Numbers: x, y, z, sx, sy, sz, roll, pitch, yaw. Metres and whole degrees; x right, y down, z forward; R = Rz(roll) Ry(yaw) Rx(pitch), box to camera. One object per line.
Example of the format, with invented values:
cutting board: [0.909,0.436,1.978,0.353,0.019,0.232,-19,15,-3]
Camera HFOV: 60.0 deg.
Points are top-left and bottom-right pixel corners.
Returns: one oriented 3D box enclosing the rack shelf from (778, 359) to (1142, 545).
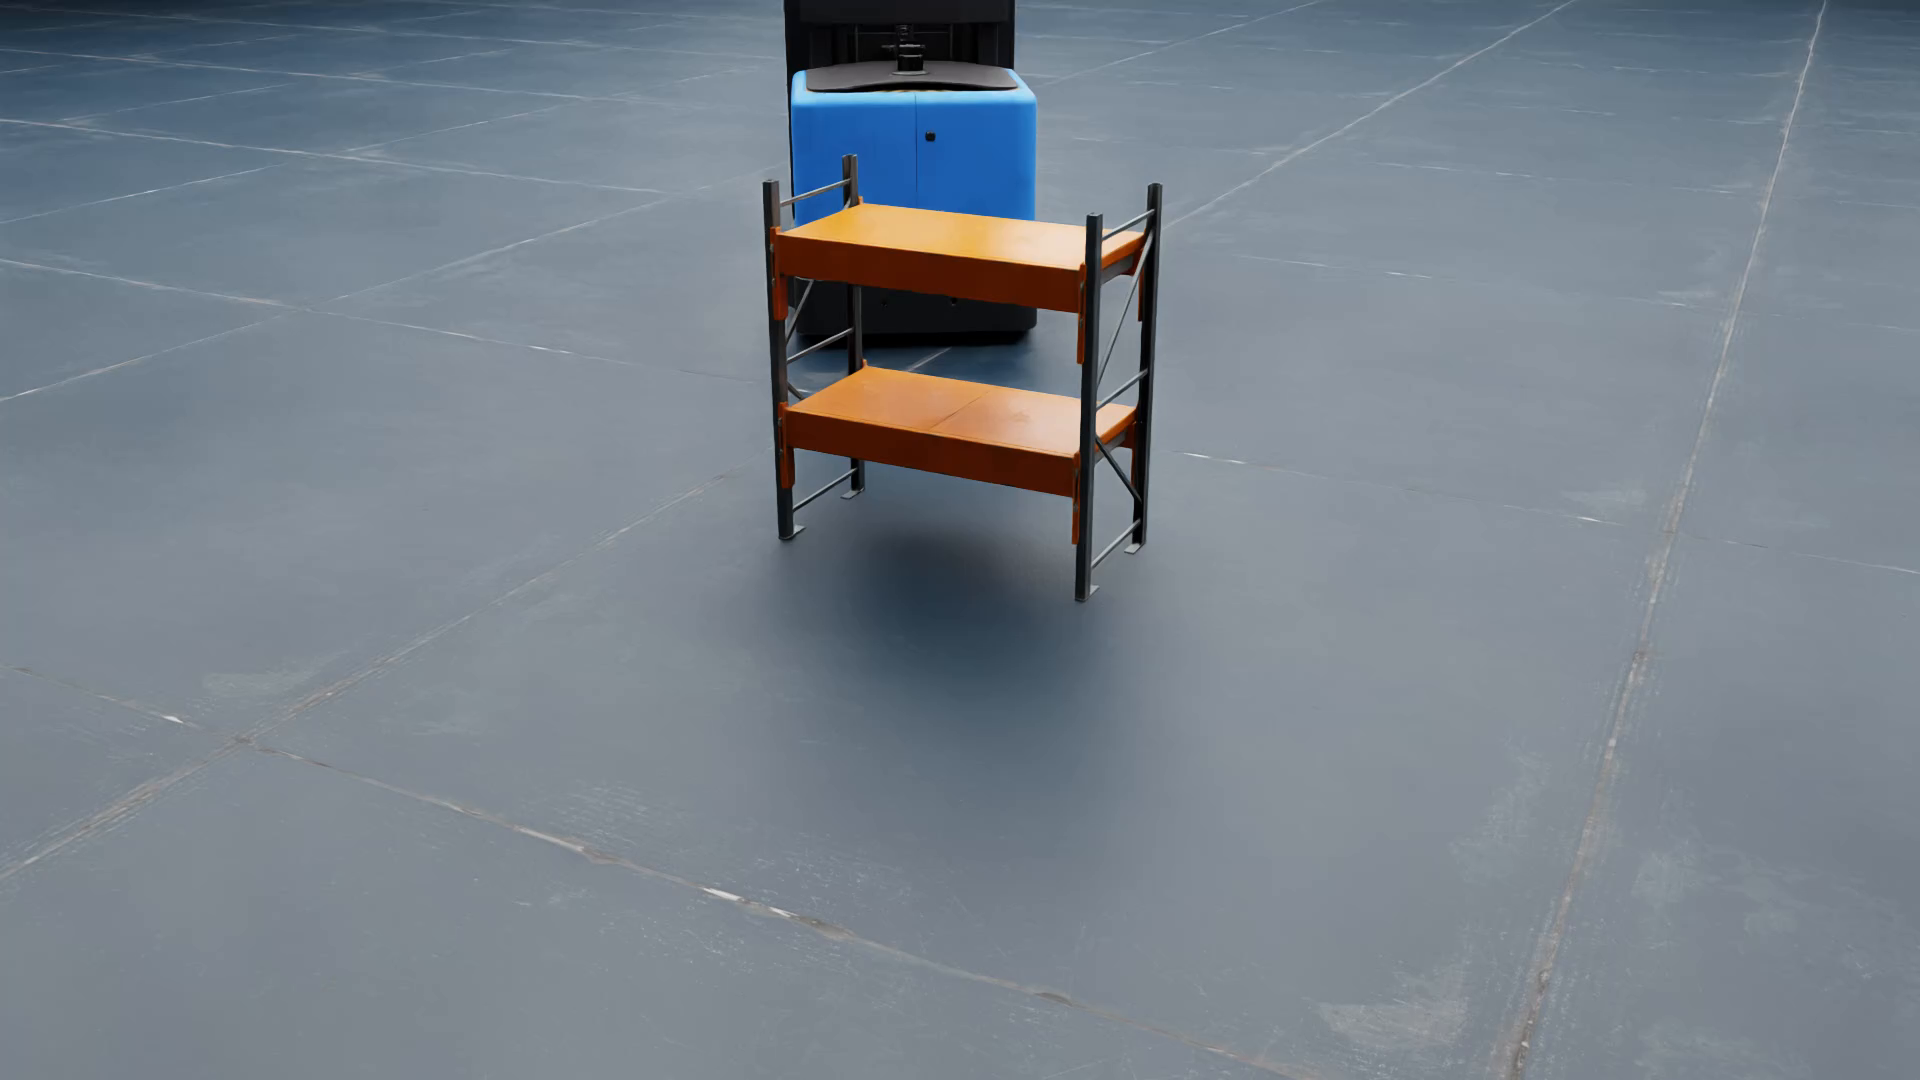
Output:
rack shelf: [0.006,-0.291,5.123,1.000,0.278,0.538,11,25,25]

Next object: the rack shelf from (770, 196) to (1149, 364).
rack shelf: [0.006,-0.786,4.913,1.000,0.278,0.538,11,25,25]

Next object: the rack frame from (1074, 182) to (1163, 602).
rack frame: [0.460,-0.427,4.816,0.032,1.125,0.500,11,25,25]

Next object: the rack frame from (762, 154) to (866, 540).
rack frame: [-0.448,-0.606,5.238,0.032,1.125,0.500,11,25,25]

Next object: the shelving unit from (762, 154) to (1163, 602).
shelving unit: [0.006,-0.516,5.027,1.048,1.125,0.538,11,25,25]

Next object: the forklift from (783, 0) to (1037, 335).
forklift: [-0.307,-2.765,8.005,1.130,2.935,3.031,-2,23,-4]
